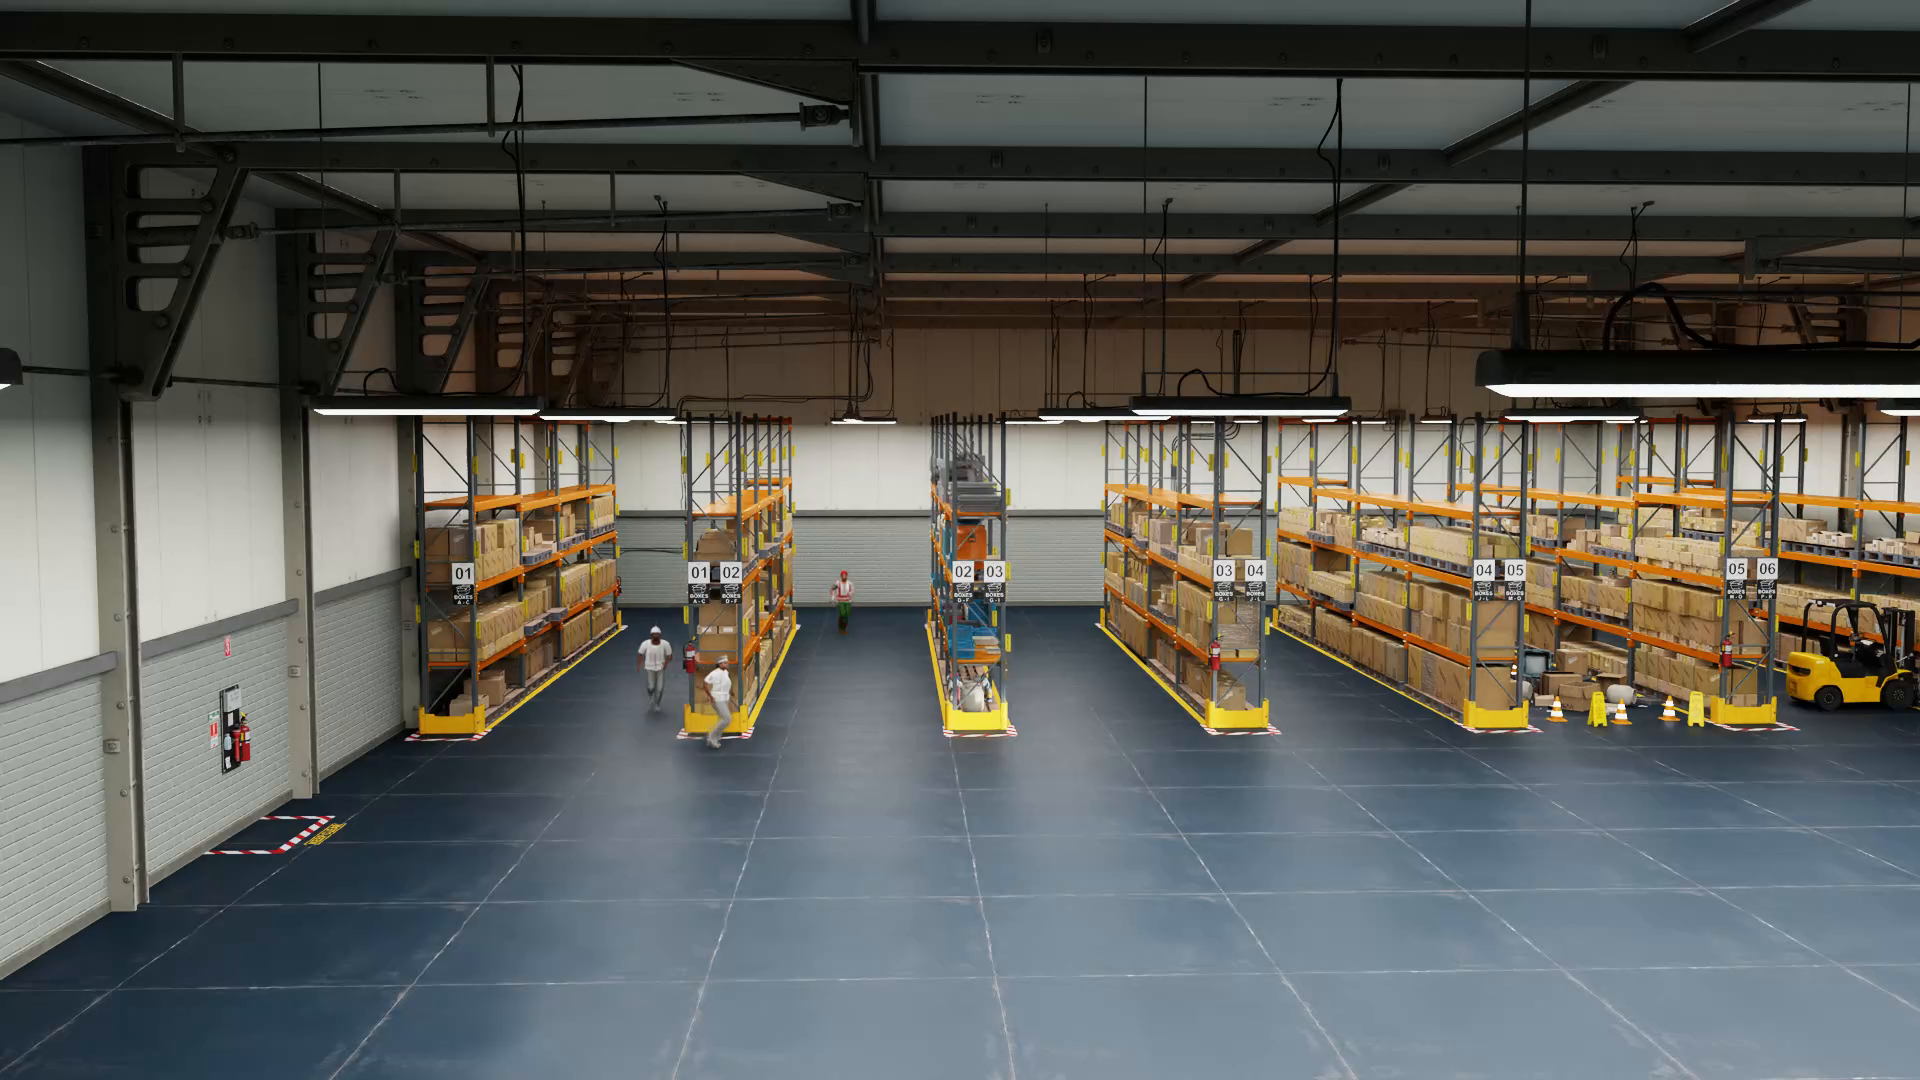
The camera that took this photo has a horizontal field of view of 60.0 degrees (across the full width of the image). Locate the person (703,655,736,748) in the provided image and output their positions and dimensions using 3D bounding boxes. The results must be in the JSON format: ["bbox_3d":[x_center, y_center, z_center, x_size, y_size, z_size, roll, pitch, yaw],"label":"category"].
[{"bbox_3d":[-4.268,2.872,29.652,0.578,1.660,0.567,1,4,18],"label":"person"}]

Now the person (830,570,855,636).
[{"bbox_3d":[-3.177,1.728,45.574,0.645,1.784,0.704,-1,4,-20],"label":"person"}]

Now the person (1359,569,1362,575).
[{"bbox_3d":[11.305,1.649,47.244,0.698,1.698,0.570,-2,4,-22],"label":"person"}]

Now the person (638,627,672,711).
[{"bbox_3d":[-6.118,2.595,33.387,0.690,1.713,0.621,-1,4,-12],"label":"person"}]
